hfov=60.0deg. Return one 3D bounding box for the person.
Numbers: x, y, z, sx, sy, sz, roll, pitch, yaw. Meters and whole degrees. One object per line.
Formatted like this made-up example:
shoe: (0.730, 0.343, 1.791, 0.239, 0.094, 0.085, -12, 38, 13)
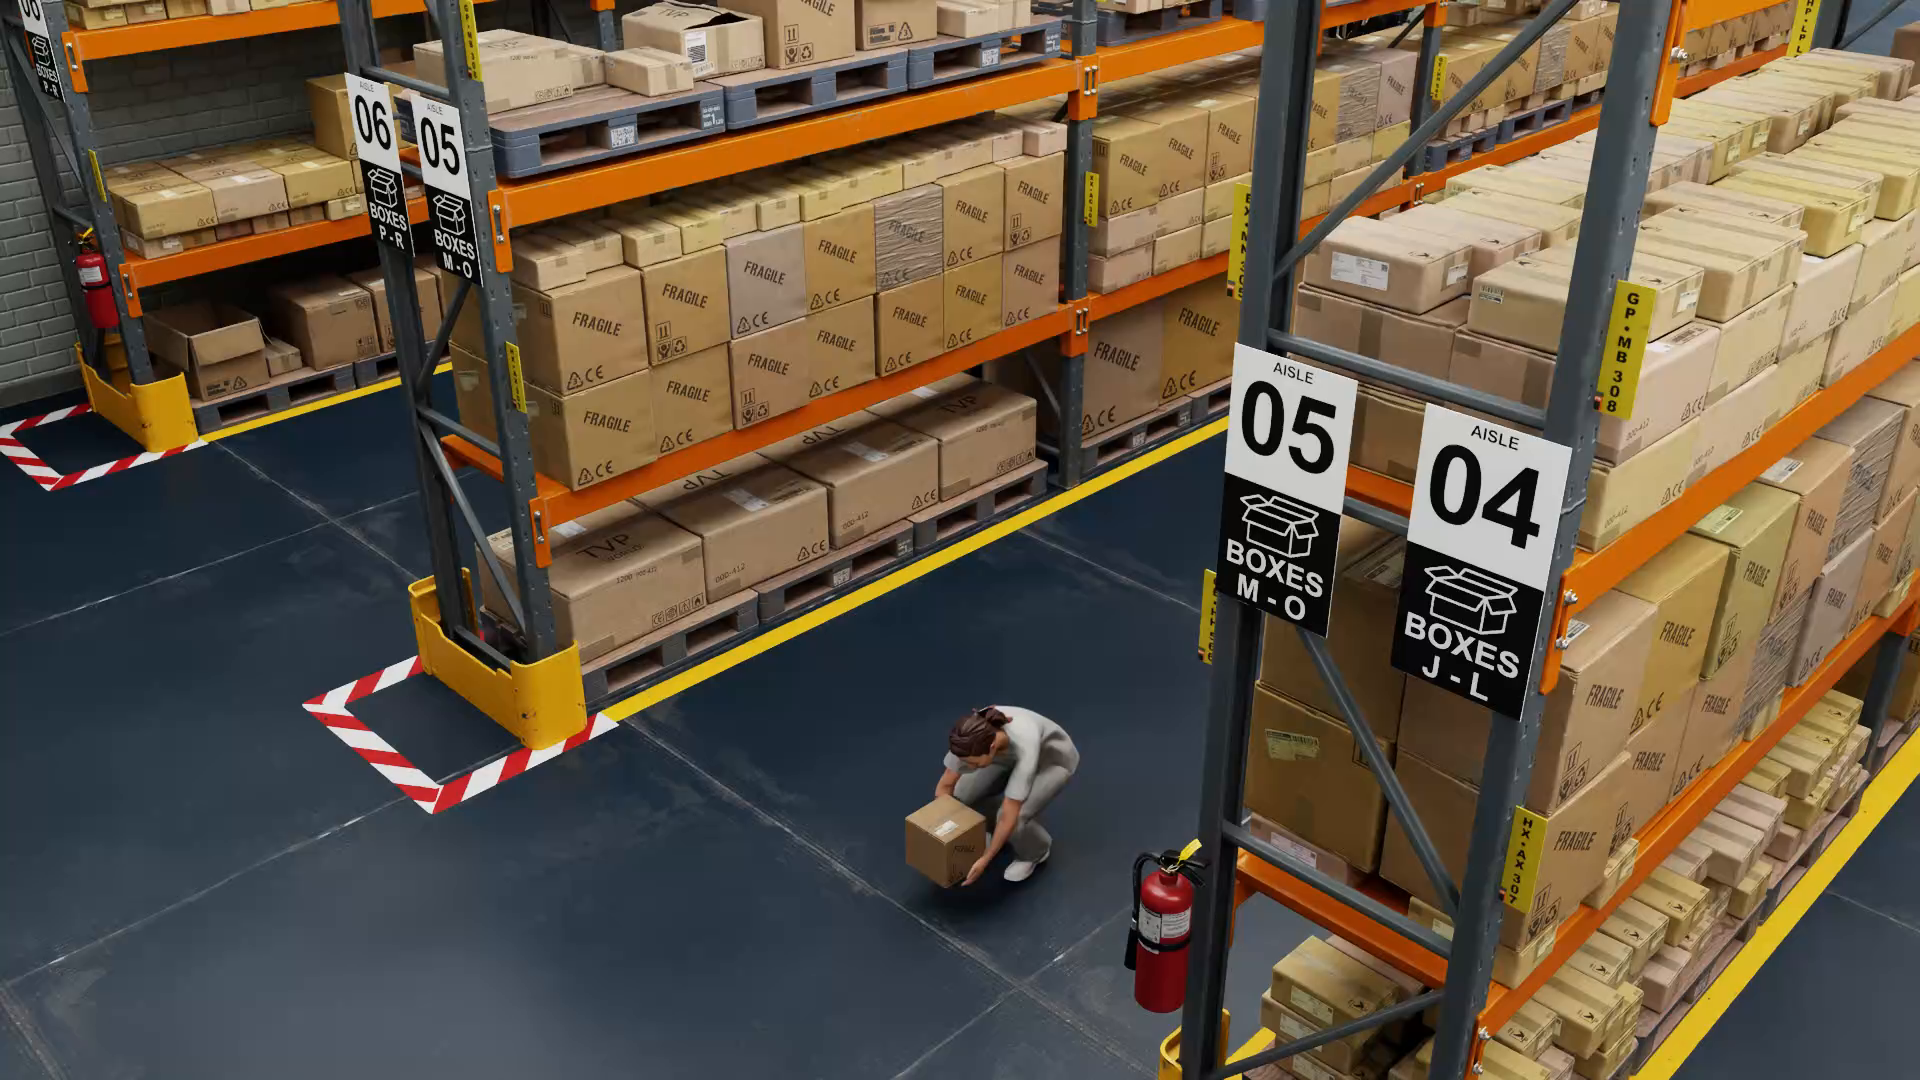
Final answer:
person: (0.201, 1.069, 7.377, 0.483, 0.953, 0.801, 25, 37, 38)
